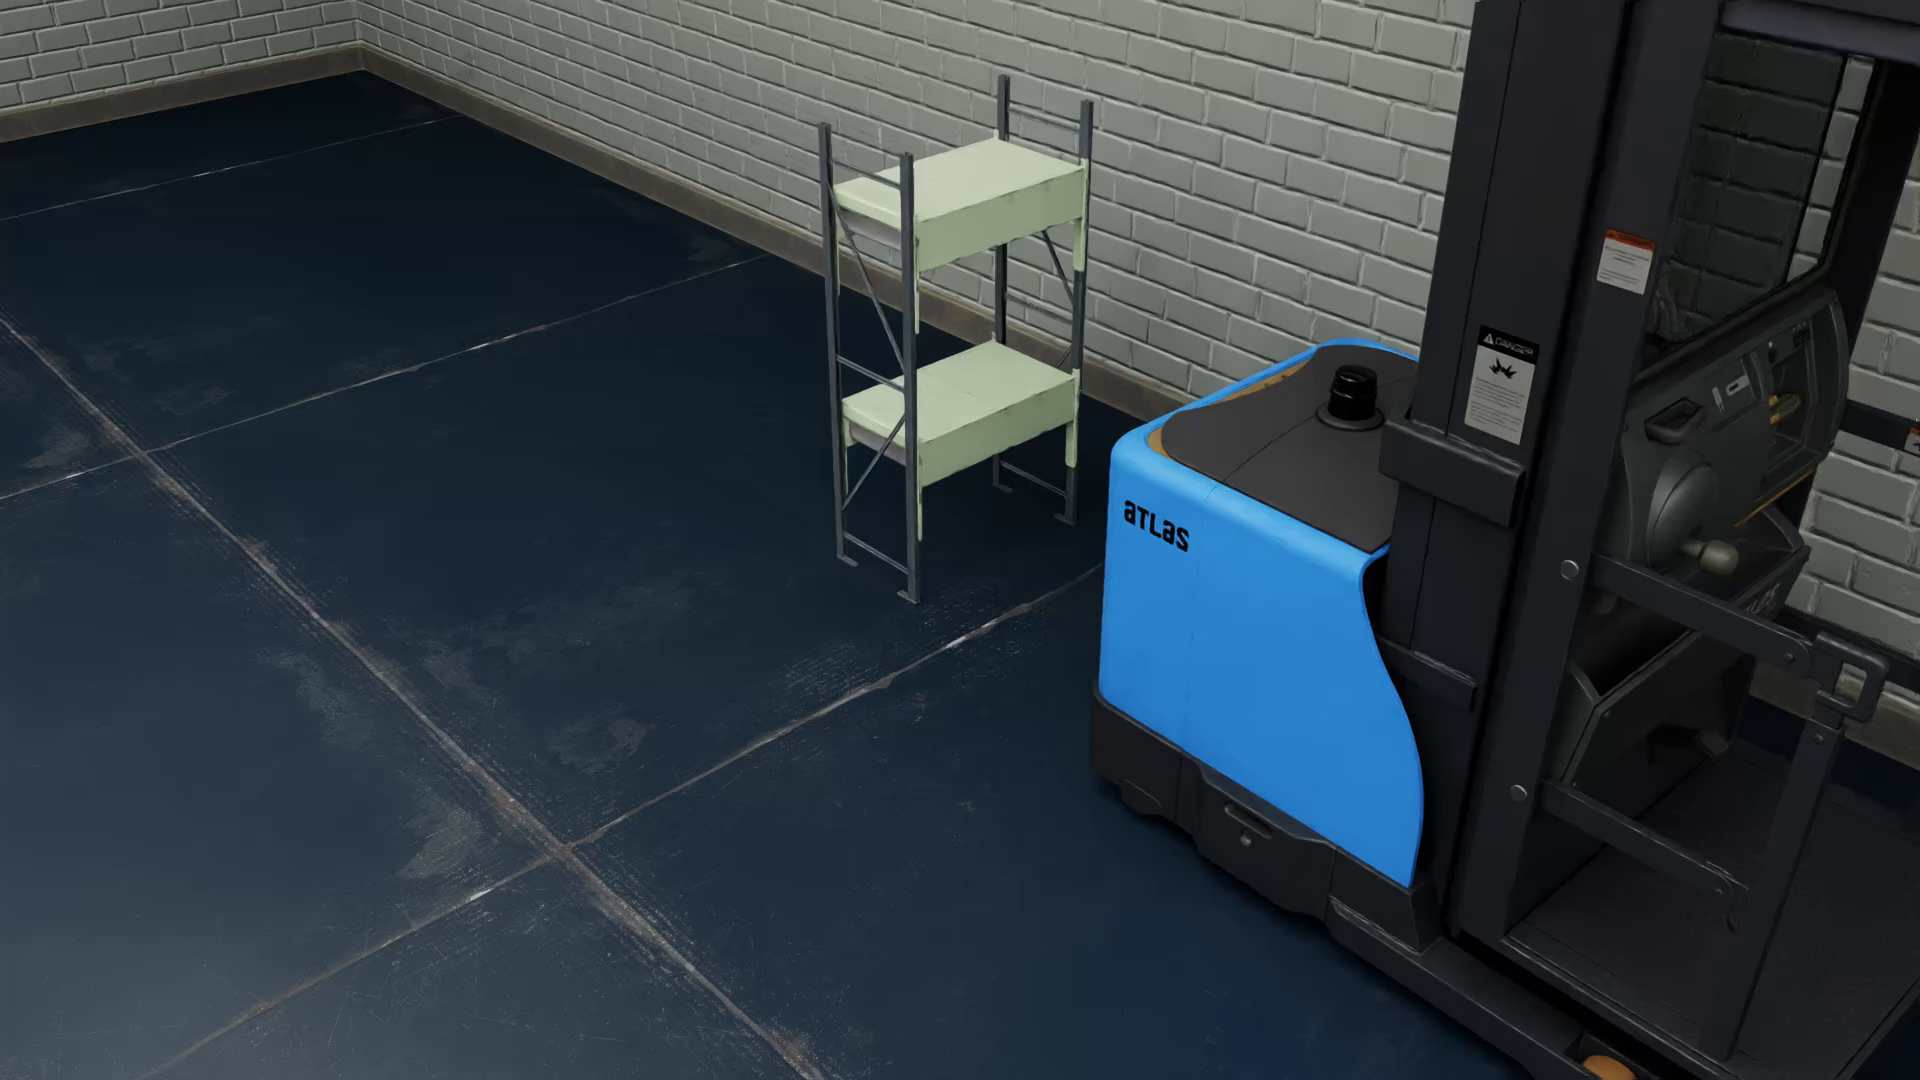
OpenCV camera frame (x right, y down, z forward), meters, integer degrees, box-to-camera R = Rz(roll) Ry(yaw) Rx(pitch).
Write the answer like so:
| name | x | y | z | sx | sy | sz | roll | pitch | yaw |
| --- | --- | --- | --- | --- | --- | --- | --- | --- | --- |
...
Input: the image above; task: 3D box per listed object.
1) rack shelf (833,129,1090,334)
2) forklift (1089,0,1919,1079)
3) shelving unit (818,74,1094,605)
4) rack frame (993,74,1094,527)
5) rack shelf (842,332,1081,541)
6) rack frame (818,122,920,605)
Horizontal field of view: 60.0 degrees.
| name | x | y | z | sx | sy | sz | roll | pitch | yaw |
| --- | --- | --- | --- | --- | --- | --- | --- | --- | --- |
| rack shelf | -0.005 | -0.970 | 5.151 | 0.720 | 0.370 | 0.431 | -26 | 40 | -35 |
| forklift | 1.717 | -0.182 | 3.238 | 1.130 | 2.935 | 3.031 | -25 | 39 | -35 |
| shelving unit | -0.005 | -0.637 | 5.355 | 0.755 | 1.500 | 0.431 | -26 | 40 | -35 |
| rack frame | 0.263 | -0.767 | 5.567 | 0.023 | 1.500 | 0.400 | -26 | 40 | -35 |
| rack shelf | -0.005 | -0.359 | 5.525 | 0.720 | 0.370 | 0.431 | -26 | 40 | -35 |
| rack frame | -0.273 | -0.508 | 5.143 | 0.023 | 1.500 | 0.400 | -26 | 40 | -35 |
